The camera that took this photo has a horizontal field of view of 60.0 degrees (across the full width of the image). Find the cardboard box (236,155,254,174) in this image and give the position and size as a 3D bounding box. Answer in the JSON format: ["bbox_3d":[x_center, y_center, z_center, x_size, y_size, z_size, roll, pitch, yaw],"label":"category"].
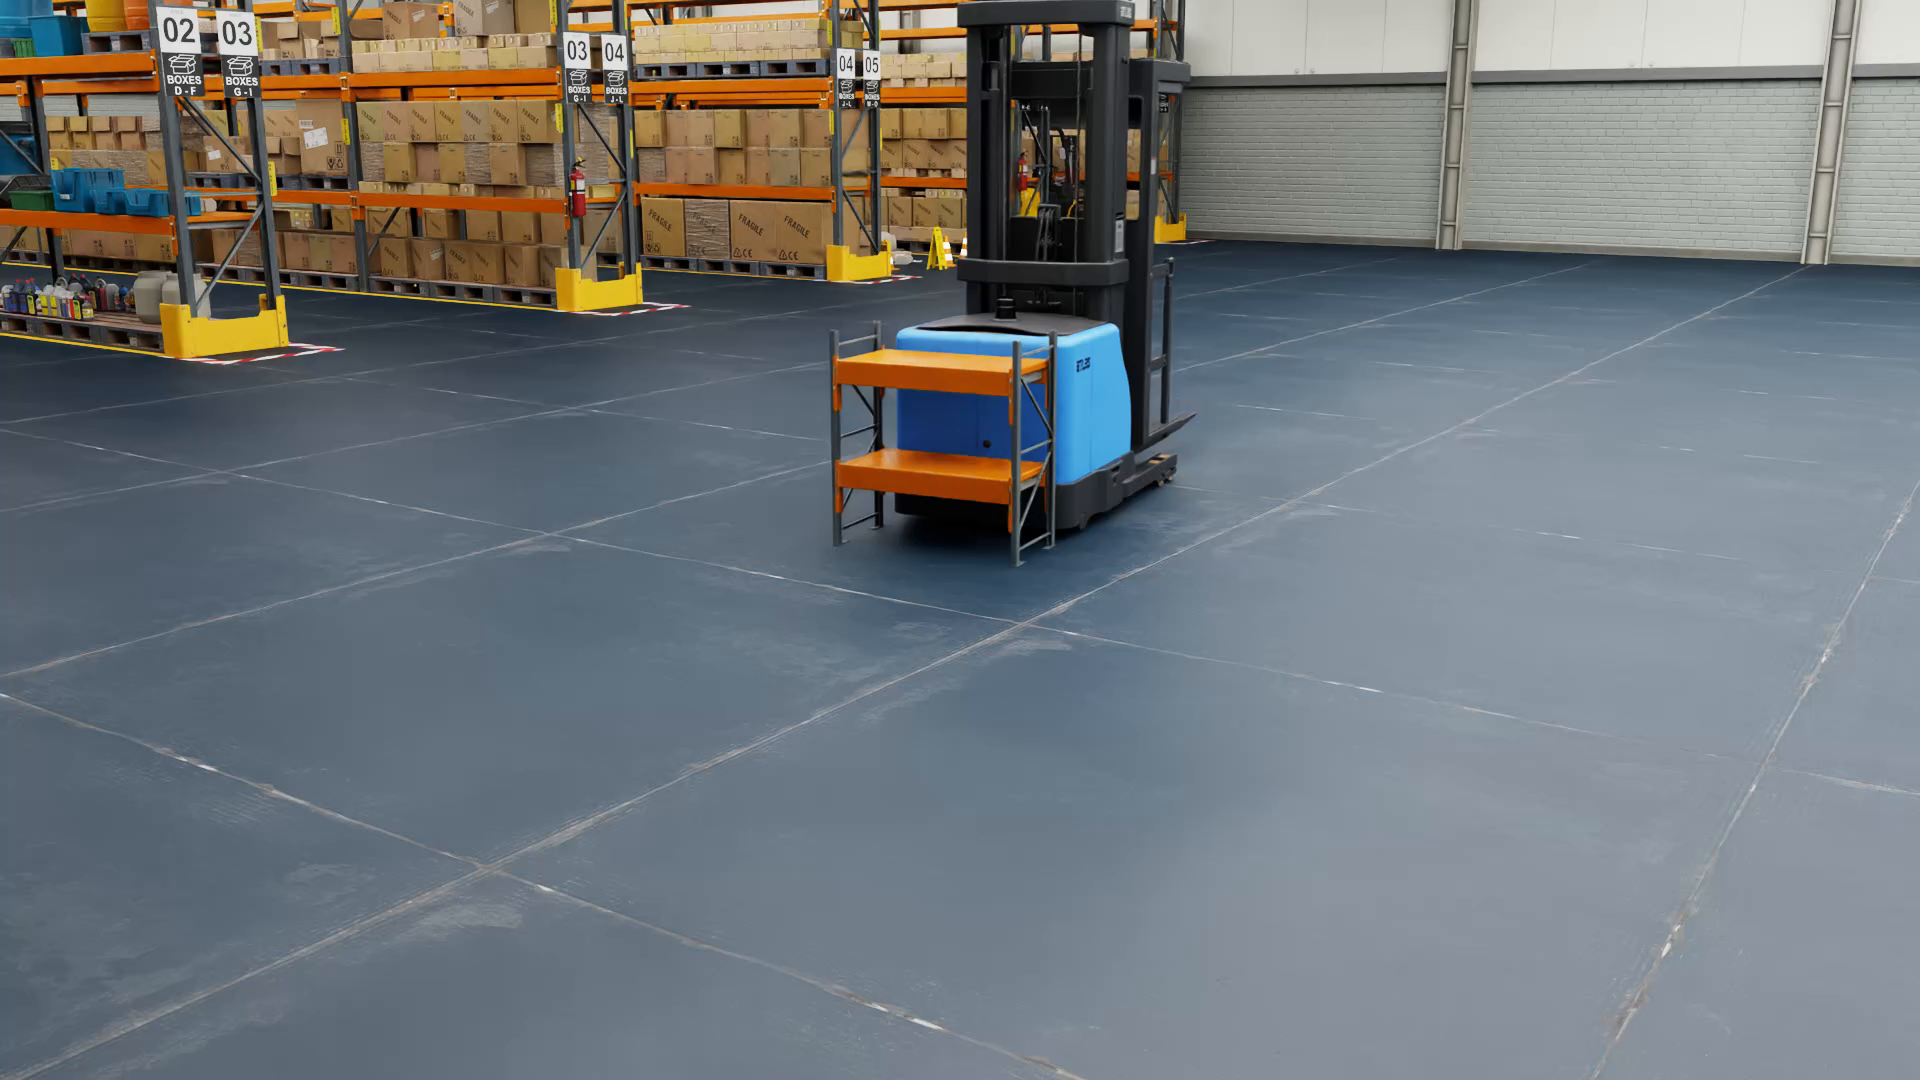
[{"bbox_3d":[-9.713,-5.238,23.180,0.500,0.250,0.500,9,16,31],"label":"cardboard box"}]

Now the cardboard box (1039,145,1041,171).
[{"bbox_3d":[1.726,-7.610,33.115,0.500,0.500,0.500,9,17,32],"label":"cardboard box"}]

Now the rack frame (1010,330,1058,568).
[{"bbox_3d":[0.373,-0.462,8.350,0.032,1.125,0.500,7,15,25],"label":"rack frame"}]

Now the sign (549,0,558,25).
[{"bbox_3d":[-4.663,-6.083,19.068,0.005,0.325,0.100,9,17,33],"label":"sign"}]

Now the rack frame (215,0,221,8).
[{"bbox_3d":[-10.975,-8.290,23.584,0.127,3.000,1.000,9,17,33],"label":"rack frame"}]

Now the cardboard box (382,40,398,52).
[{"bbox_3d":[-7.085,-6.250,21.070,0.250,0.149,0.380,9,17,33],"label":"cardboard box"}]

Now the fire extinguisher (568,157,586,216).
[{"bbox_3d":[-4.499,-4.160,19.547,0.183,0.674,0.296,9,17,33],"label":"fire extinguisher"}]

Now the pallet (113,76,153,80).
[{"bbox_3d":[-11.539,-6.818,24.274,1.003,0.211,1.213,10,17,35],"label":"pallet"}]

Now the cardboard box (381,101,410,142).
[{"bbox_3d":[-7.009,-5.342,21.252,0.500,0.500,0.500,9,17,33],"label":"cardboard box"}]

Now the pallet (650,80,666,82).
[{"bbox_3d":[-6.008,-8.794,32.256,1.003,0.211,1.213,10,17,35],"label":"pallet"}]

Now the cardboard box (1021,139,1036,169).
[{"bbox_3d":[0.955,-6.593,28.386,0.500,0.500,0.500,9,16,32],"label":"cardboard box"}]

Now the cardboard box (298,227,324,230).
[{"bbox_3d":[-11.958,-5.694,30.643,0.250,0.149,0.380,9,17,34],"label":"cardboard box"}]

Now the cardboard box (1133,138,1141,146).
[{"bbox_3d":[3.517,-7.625,31.826,0.250,0.149,0.380,9,17,34],"label":"cardboard box"}]

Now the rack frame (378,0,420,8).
[{"bbox_3d":[-12.083,-11.339,35.901,0.127,3.000,1.000,9,17,33],"label":"rack frame"}]

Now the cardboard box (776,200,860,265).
[{"bbox_3d":[-2.085,-4.531,24.431,0.875,0.875,0.875,9,17,33],"label":"cardboard box"}]

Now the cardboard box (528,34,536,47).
[{"bbox_3d":[-4.892,-5.915,19.716,0.250,0.149,0.380,9,16,31],"label":"cardboard box"}]

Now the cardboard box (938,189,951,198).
[{"bbox_3d":[-0.165,-5.955,28.573,0.250,0.149,0.380,10,17,34],"label":"cardboard box"}]

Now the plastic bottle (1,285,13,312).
[{"bbox_3d":[-10.117,-2.577,17.744,0.135,0.276,0.152,10,17,35],"label":"plastic bottle"}]

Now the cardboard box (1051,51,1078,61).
[{"bbox_3d":[2.199,-9.284,32.545,0.637,0.503,0.797,10,17,35],"label":"cardboard box"}]

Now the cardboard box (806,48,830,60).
[{"bbox_3d":[-1.950,-6.844,23.426,0.250,0.149,0.380,9,17,33],"label":"cardboard box"}]

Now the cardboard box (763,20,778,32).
[{"bbox_3d":[-2.589,-7.334,23.747,0.250,0.149,0.380,10,17,34],"label":"cardboard box"}]

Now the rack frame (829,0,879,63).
[{"bbox_3d":[-1.485,-8.192,23.191,0.127,3.000,1.000,9,17,33],"label":"rack frame"}]

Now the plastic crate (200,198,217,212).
[{"bbox_3d":[-7.664,-3.374,16.758,0.250,0.136,0.298,9,17,33],"label":"plastic crate"}]

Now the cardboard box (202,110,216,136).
[{"bbox_3d":[-14.115,-7.925,31.686,0.500,0.500,0.500,10,17,34],"label":"cardboard box"}]

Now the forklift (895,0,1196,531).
[{"bbox_3d":[0.700,-1.783,9.928,1.130,2.935,3.031,6,15,23],"label":"forklift"}]

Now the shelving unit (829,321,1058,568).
[{"bbox_3d":[-0.084,-0.515,8.565,1.048,1.125,0.538,7,15,25],"label":"shelving unit"}]

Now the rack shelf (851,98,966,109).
[{"bbox_3d":[-1.018,-9.183,34.930,4.000,0.370,1.077,9,17,33],"label":"rack shelf"}]

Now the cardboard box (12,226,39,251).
[{"bbox_3d":[-14.797,-5.191,27.099,0.875,0.875,0.875,9,17,33],"label":"cardboard box"}]

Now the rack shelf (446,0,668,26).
[{"bbox_3d":[-6.464,-8.454,26.576,4.000,0.370,1.077,9,17,33],"label":"rack shelf"}]

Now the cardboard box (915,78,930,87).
[{"bbox_3d":[-0.558,-7.804,28.387,0.250,0.149,0.380,9,16,32],"label":"cardboard box"}]

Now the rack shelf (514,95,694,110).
[{"bbox_3d":[-7.104,-8.729,33.097,4.000,0.370,1.077,9,17,33],"label":"rack shelf"}]

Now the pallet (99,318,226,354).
[{"bbox_3d":[-7.862,-2.075,16.765,1.213,0.211,1.003,9,17,33],"label":"pallet"}]

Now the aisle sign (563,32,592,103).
[{"bbox_3d":[-4.453,-5.499,19.384,0.004,0.787,0.394,9,17,33],"label":"aisle sign"}]

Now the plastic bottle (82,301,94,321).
[{"bbox_3d":[-8.870,-2.331,16.907,0.097,0.201,0.097,0,14,0],"label":"plastic bottle"}]

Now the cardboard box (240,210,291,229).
[{"bbox_3d":[-9.957,-4.589,23.845,0.500,0.250,0.500,12,18,39],"label":"cardboard box"}]

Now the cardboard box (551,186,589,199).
[{"bbox_3d":[-4.689,-4.180,19.990,0.250,0.149,0.380,9,17,33],"label":"cardboard box"}]

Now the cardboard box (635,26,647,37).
[{"bbox_3d":[-4.692,-7.674,25.119,0.250,0.149,0.380,9,17,33],"label":"cardboard box"}]

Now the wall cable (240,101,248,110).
[{"bbox_3d":[-16.775,-9.687,39.531,0.123,1.953,0.585,9,17,33],"label":"wall cable"}]

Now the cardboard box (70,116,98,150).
[{"bbox_3d":[-13.197,-6.271,25.619,0.637,0.503,0.797,9,17,33],"label":"cardboard box"}]

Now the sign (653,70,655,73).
[{"bbox_3d":[-5.761,-8.990,31.413,0.005,0.325,0.100,9,17,33],"label":"sign"}]

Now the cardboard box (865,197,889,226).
[{"bbox_3d":[-1.336,-5.848,29.493,0.500,0.500,0.500,10,17,35],"label":"cardboard box"}]

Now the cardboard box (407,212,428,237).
[{"bbox_3d":[-9.244,-5.450,28.926,0.500,0.500,0.500,10,17,35],"label":"cardboard box"}]

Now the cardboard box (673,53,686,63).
[{"bbox_3d":[-4.062,-7.185,24.804,0.250,0.149,0.380,9,16,32],"label":"cardboard box"}]

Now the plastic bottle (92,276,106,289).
[{"bbox_3d":[-9.298,-2.684,18.019,0.185,0.351,0.144,9,17,32],"label":"plastic bottle"}]

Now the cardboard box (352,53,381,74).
[{"bbox_3d":[-7.426,-6.113,21.346,0.500,0.250,0.500,8,16,31],"label":"cardboard box"}]

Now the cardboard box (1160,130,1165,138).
[{"bbox_3d":[3.801,-7.867,32.182,0.250,0.149,0.380,9,16,32],"label":"cardboard box"}]

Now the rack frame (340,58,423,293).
[{"bbox_3d":[-7.656,-4.841,22.138,0.127,3.000,1.000,9,17,33],"label":"rack frame"}]

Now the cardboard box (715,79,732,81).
[{"bbox_3d":[-4.163,-8.661,31.111,0.637,0.503,0.797,9,17,33],"label":"cardboard box"}]

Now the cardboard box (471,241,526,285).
[{"bbox_3d":[-5.870,-3.544,21.224,0.500,0.500,0.500,11,18,38],"label":"cardboard box"}]

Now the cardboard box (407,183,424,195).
[{"bbox_3d":[-6.825,-4.493,21.254,0.250,0.149,0.380,9,17,33],"label":"cardboard box"}]

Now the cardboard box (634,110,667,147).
[{"bbox_3d":[-4.517,-6.357,25.703,0.550,0.550,0.875,9,17,33],"label":"cardboard box"}]

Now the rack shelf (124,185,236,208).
[{"bbox_3d":[-12.635,-5.297,25.475,4.000,0.370,1.077,9,17,33],"label":"rack shelf"}]

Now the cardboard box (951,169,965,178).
[{"bbox_3d":[0.061,-6.245,28.333,0.250,0.149,0.380,10,17,34],"label":"cardboard box"}]

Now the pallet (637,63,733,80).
[{"bbox_3d":[-4.131,-7.118,25.277,1.213,0.211,1.003,9,17,33],"label":"pallet"}]
